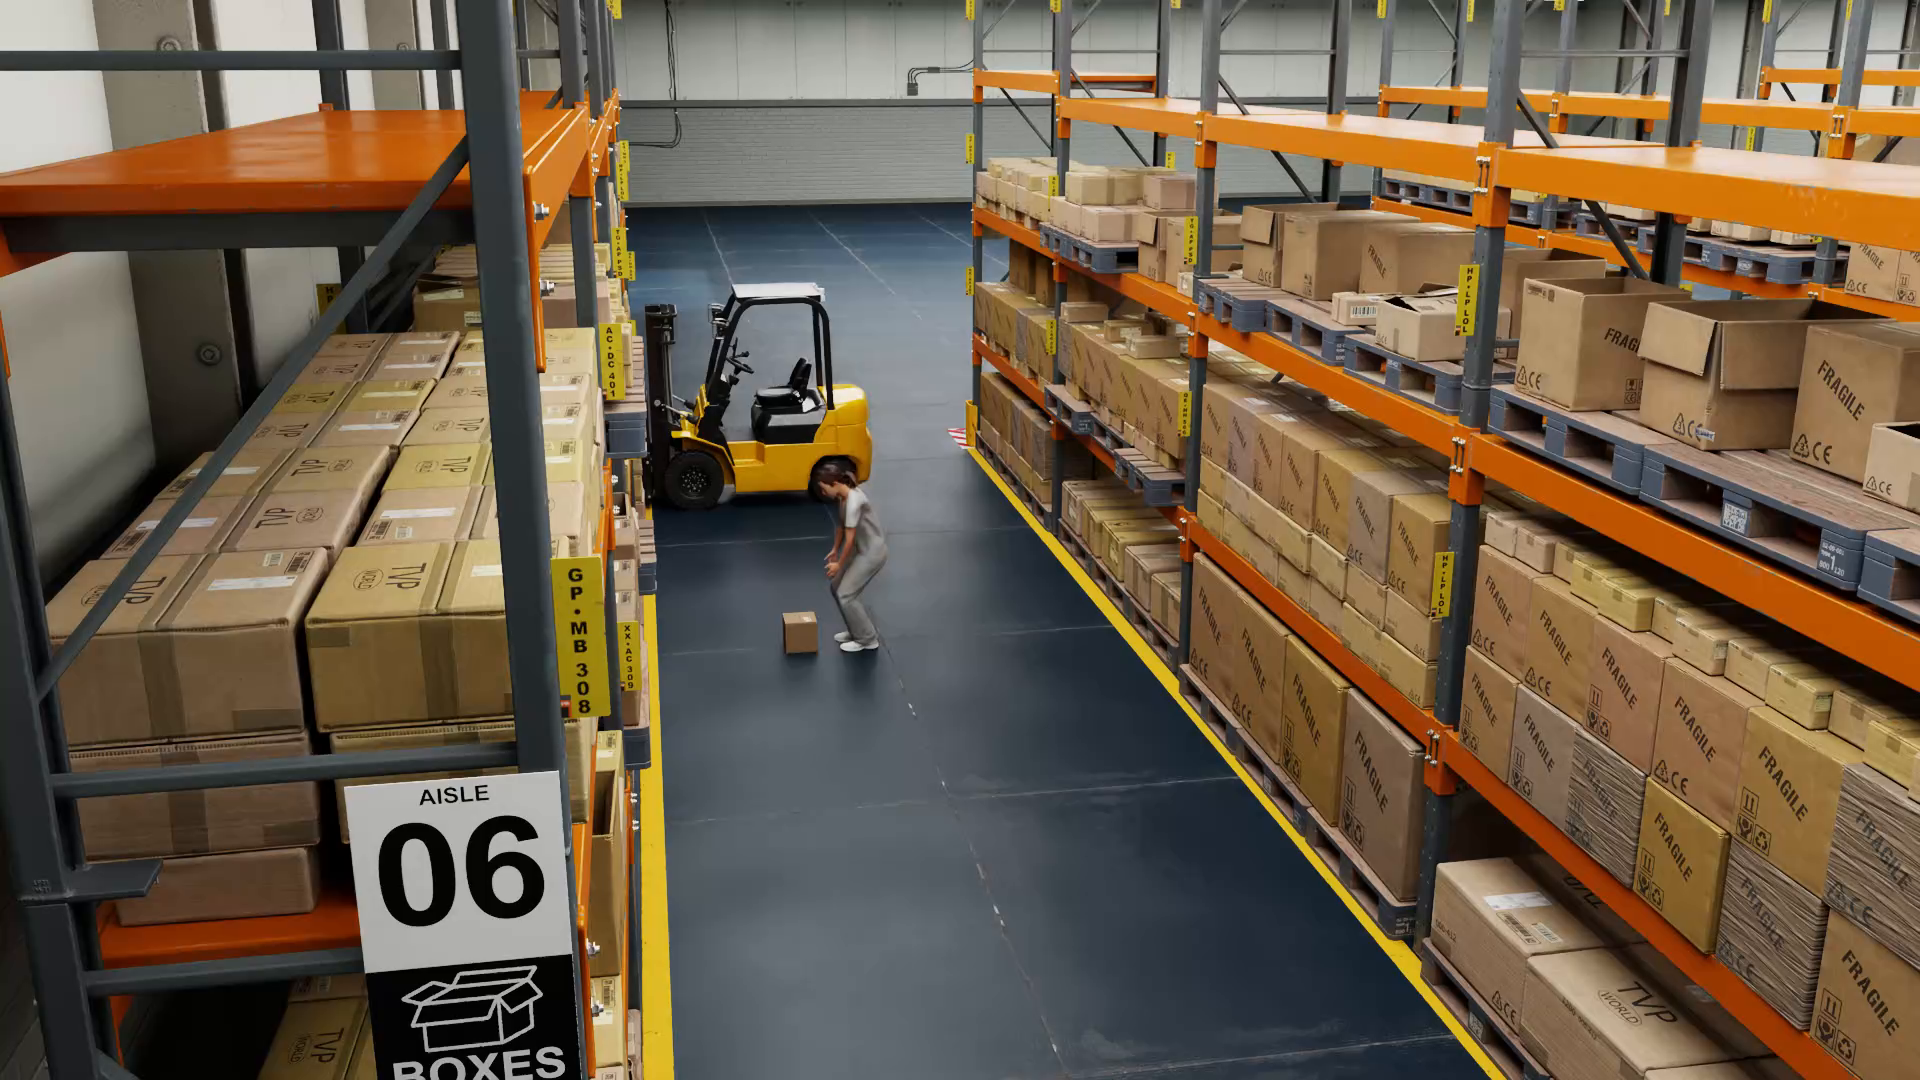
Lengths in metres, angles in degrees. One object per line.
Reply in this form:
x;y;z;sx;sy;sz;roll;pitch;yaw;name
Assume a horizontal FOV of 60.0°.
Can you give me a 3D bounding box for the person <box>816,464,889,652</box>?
-0.833;0.126;12.948;0.553;1.493;0.486;-3;17;-10;person
